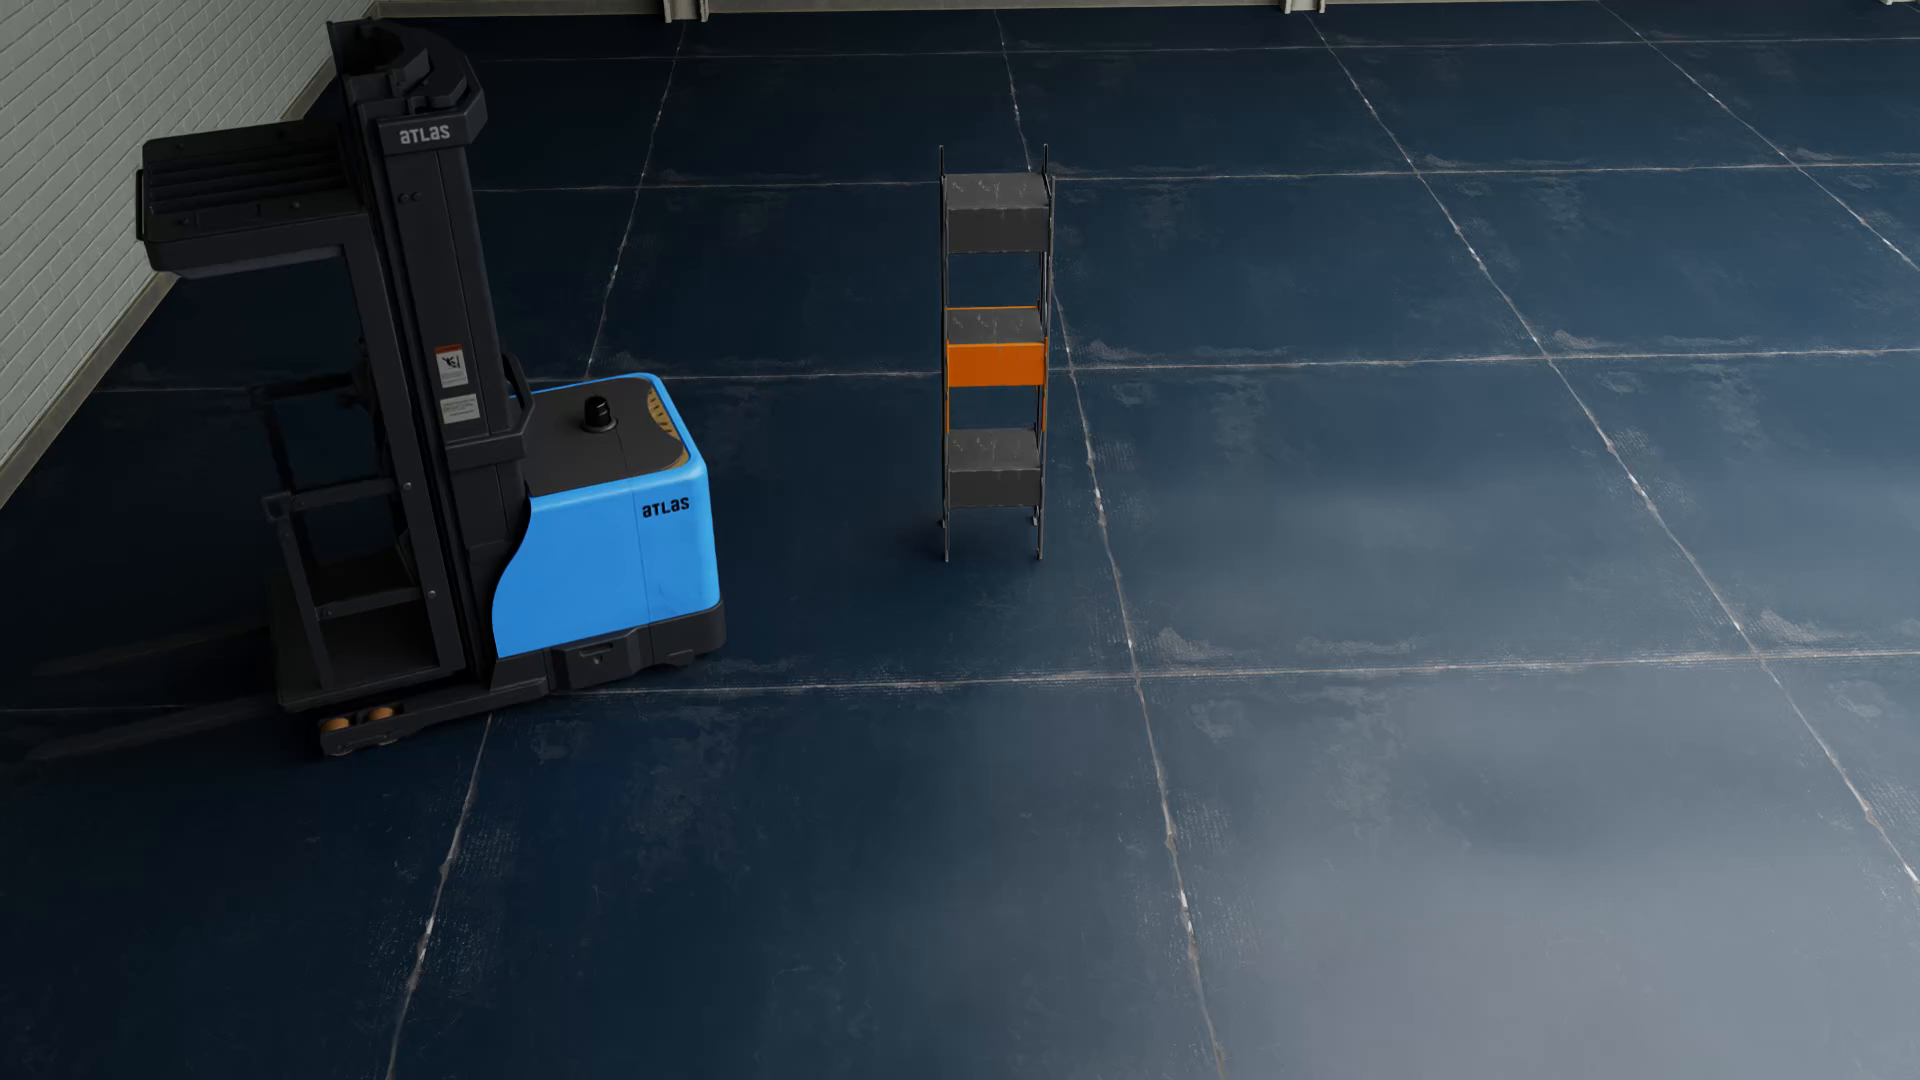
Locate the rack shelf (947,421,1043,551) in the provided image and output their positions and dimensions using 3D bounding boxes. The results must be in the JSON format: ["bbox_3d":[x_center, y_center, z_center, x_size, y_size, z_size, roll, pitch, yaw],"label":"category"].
[{"bbox_3d":[0.165,-0.281,8.601,0.480,0.518,0.431,-2,35,-2],"label":"rack shelf"}]

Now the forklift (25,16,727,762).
[{"bbox_3d":[-2.686,-0.588,7.060,3.031,2.935,1.130,-13,37,-18],"label":"forklift"}]

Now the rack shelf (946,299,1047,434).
[{"bbox_3d":[0.165,-0.857,8.203,0.480,0.518,0.431,-2,35,-2],"label":"rack shelf"}]

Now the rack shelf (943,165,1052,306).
[{"bbox_3d":[0.165,-1.432,7.805,0.480,0.518,0.431,-2,35,-2],"label":"rack shelf"}]

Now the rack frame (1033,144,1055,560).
[{"bbox_3d":[0.409,-0.874,8.205,0.015,2.100,0.400,-2,35,-2],"label":"rack frame"}]

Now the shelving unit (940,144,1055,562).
[{"bbox_3d":[0.165,-0.868,8.195,0.503,2.100,0.431,-2,35,-2],"label":"shelving unit"}]

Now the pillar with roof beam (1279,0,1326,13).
[{"bbox_3d":[3.555,-6.478,10.239,0.400,9.000,9.100,-2,35,-2],"label":"pillar with roof beam"}]

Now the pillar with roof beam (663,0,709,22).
[{"bbox_3d":[-2.438,-6.317,10.006,0.400,9.000,9.100,-2,35,-2],"label":"pillar with roof beam"}]

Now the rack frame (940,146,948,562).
[{"bbox_3d":[-0.078,-0.861,8.186,0.015,2.100,0.400,-2,35,-2],"label":"rack frame"}]
